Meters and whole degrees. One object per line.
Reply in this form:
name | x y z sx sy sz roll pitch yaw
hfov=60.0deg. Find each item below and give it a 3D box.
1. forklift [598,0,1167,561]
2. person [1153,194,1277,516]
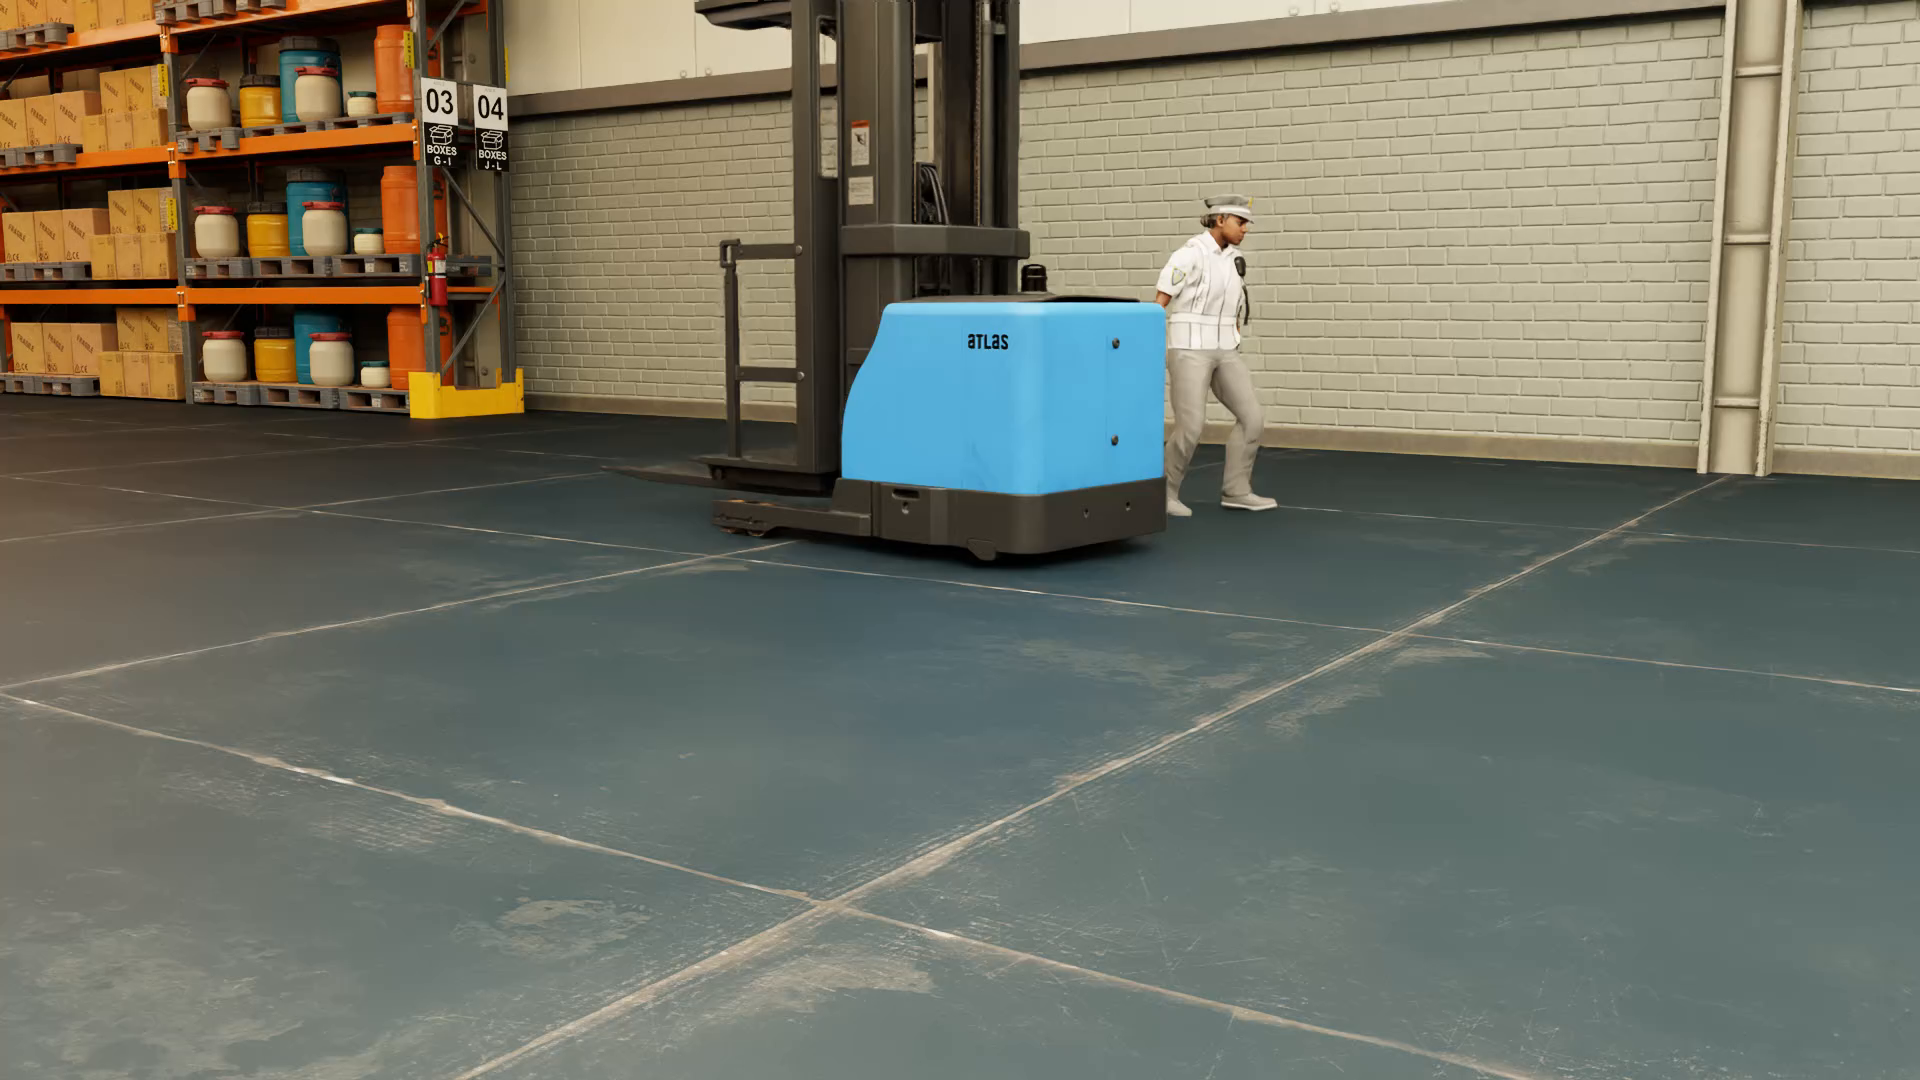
forklift | -0.531 -1.510 7.814 3.031 2.935 1.130 7 11 40
person | 1.264 -0.931 8.500 0.796 1.634 0.427 -5 10 -32
